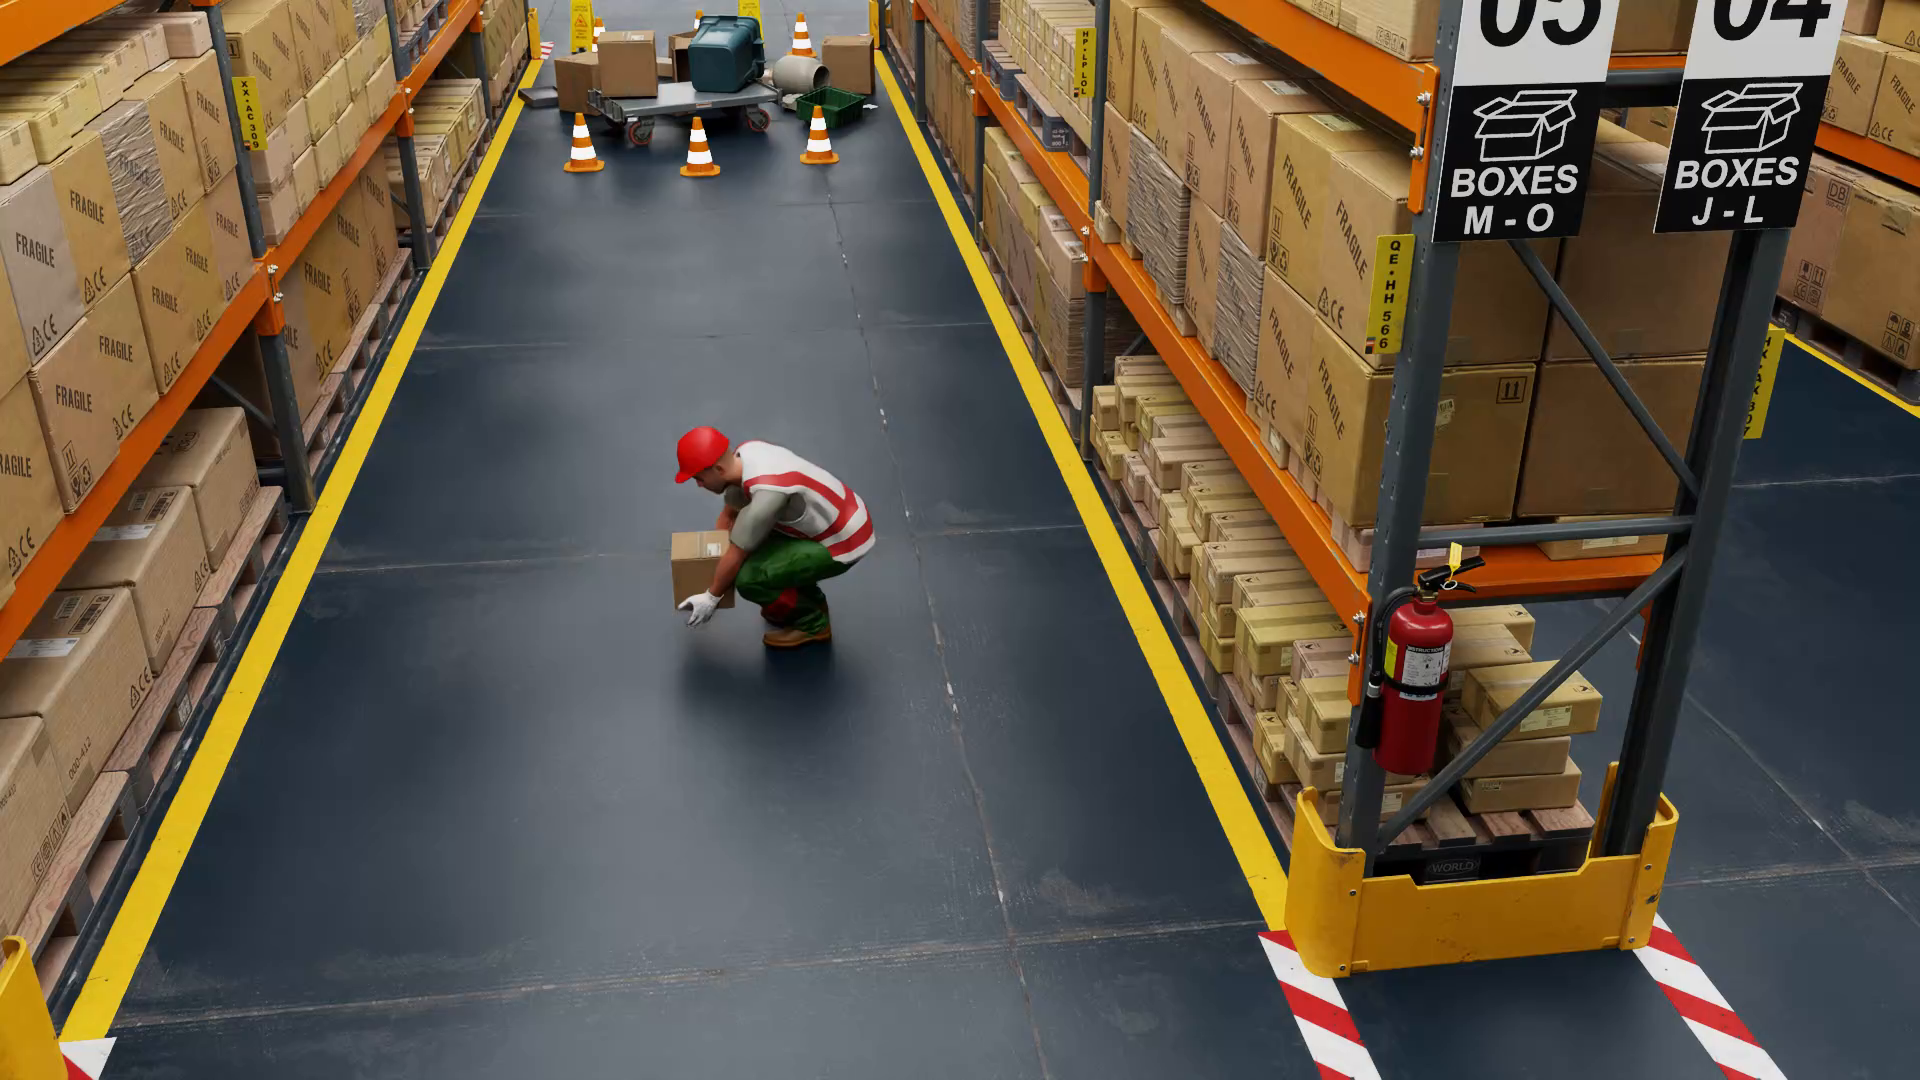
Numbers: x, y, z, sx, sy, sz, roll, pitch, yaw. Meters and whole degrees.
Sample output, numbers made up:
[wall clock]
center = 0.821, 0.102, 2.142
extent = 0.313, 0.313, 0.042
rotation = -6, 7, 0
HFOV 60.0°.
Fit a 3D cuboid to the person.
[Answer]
[person]
center = -0.786, -0.042, 7.043
extent = 0.852, 1.012, 0.548
rotation = -4, 27, -8
